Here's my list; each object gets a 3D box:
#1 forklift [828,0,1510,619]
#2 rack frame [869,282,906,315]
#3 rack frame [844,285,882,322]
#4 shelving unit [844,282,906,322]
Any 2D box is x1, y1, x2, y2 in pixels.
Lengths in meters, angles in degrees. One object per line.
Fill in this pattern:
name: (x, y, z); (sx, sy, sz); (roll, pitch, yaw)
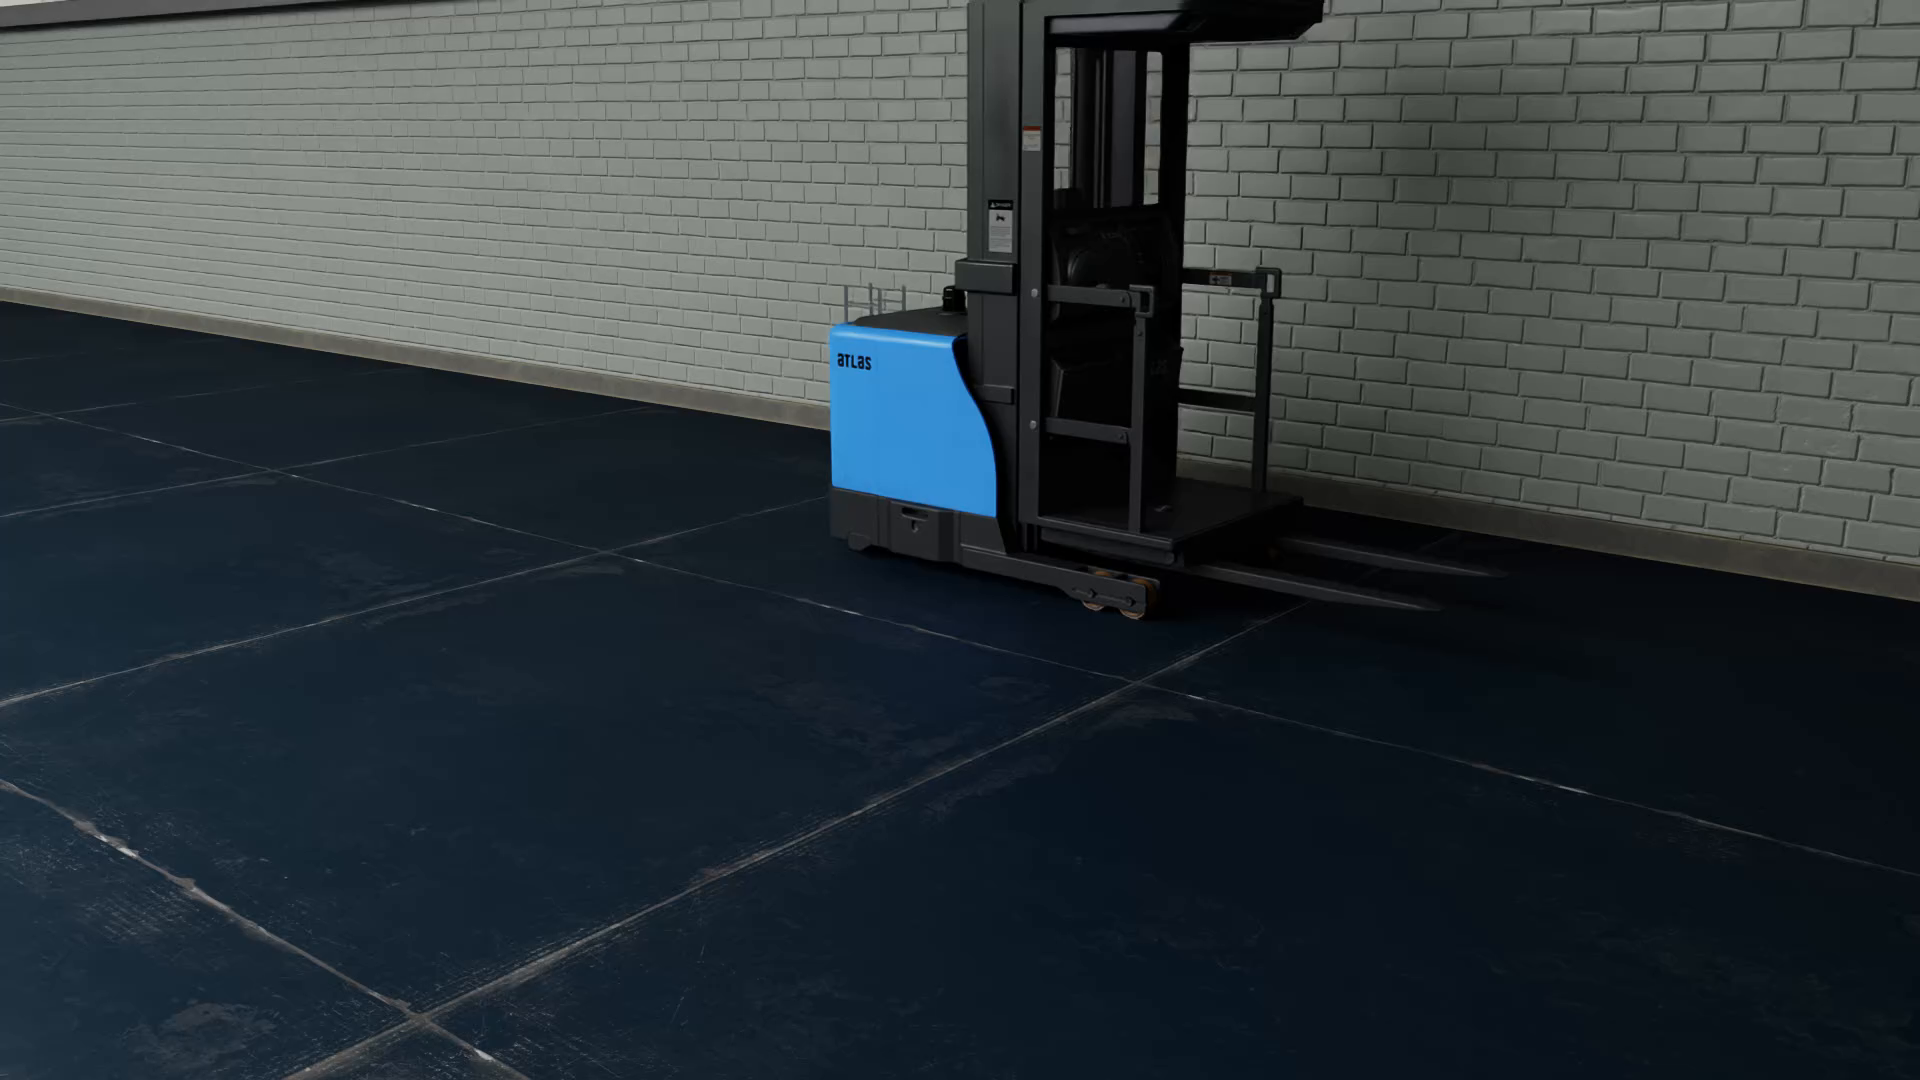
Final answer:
forklift: (0.832, -1.241, 7.056); (3.031, 2.935, 1.130); (12, 18, 38)
rack frame: (-0.360, -0.689, 8.397); (0.240, 1.200, 0.006); (11, 18, 37)
rack frame: (-0.474, -0.653, 8.258); (0.240, 1.200, 0.006); (11, 18, 37)
shelving unit: (-0.417, -0.671, 8.328); (0.258, 1.200, 0.189); (11, 18, 37)
